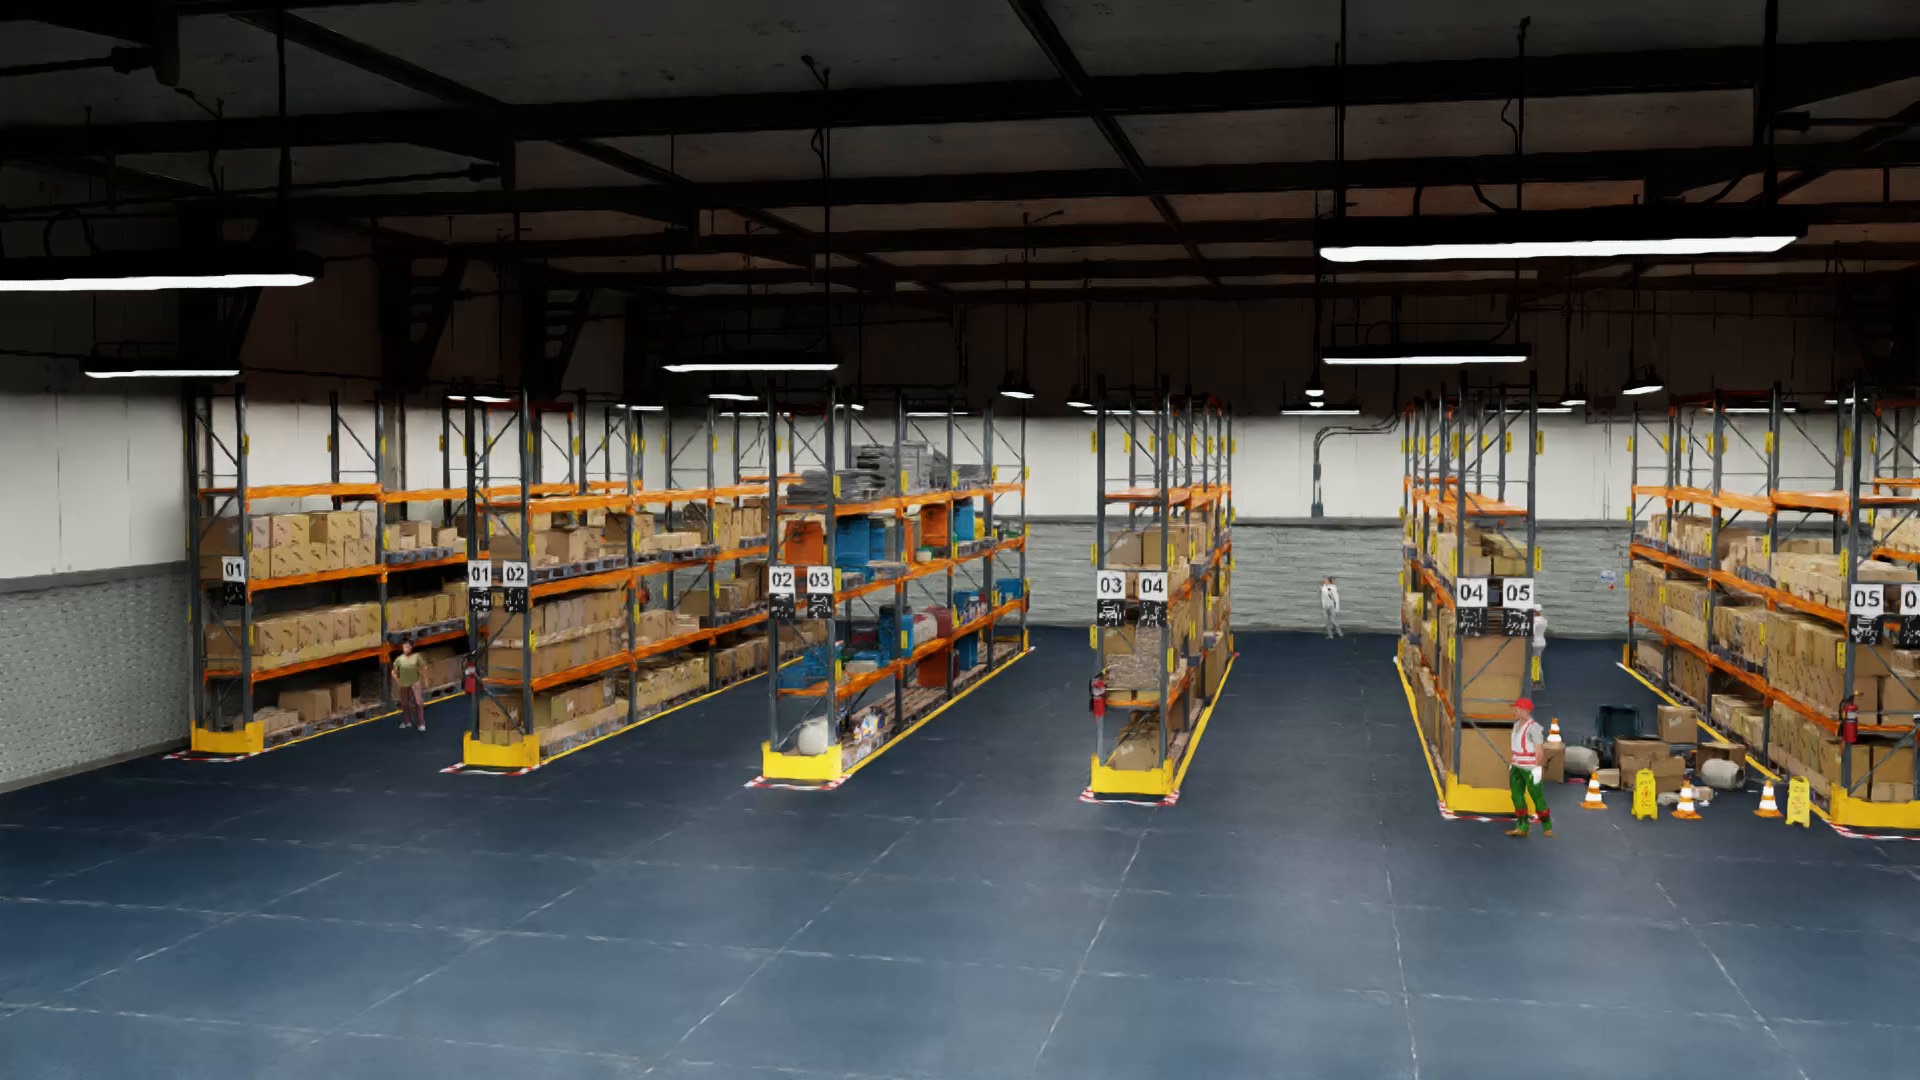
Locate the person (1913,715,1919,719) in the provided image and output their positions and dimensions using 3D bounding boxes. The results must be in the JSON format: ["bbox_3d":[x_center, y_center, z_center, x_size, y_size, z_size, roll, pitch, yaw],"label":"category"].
[{"bbox_3d":[17.451,2.438,29.959,0.580,1.666,0.574,2,4,34],"label":"person"}]

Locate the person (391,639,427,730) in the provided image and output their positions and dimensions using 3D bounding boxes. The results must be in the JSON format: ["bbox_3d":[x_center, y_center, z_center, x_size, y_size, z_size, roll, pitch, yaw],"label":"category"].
[{"bbox_3d":[-9.618,2.524,29.142,0.625,1.607,0.802,0,3,-7],"label":"person"}]

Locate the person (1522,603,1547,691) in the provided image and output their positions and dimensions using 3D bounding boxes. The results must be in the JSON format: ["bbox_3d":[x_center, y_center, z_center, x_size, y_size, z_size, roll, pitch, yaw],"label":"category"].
[{"bbox_3d":[11.710,2.170,33.889,0.559,1.762,0.659,3,4,42],"label":"person"}]

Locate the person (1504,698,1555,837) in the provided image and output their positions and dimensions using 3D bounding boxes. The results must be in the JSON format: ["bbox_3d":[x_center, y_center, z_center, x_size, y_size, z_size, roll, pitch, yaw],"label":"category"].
[{"bbox_3d":[7.291,2.904,21.274,0.544,1.783,0.645,-1,3,-16],"label":"person"}]

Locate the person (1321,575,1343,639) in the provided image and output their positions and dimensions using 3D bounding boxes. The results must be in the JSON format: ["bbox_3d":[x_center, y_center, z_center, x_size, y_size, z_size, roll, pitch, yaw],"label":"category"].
[{"bbox_3d":[9.613,1.716,43.000,0.525,1.667,0.531,-3,4,-41],"label":"person"}]
